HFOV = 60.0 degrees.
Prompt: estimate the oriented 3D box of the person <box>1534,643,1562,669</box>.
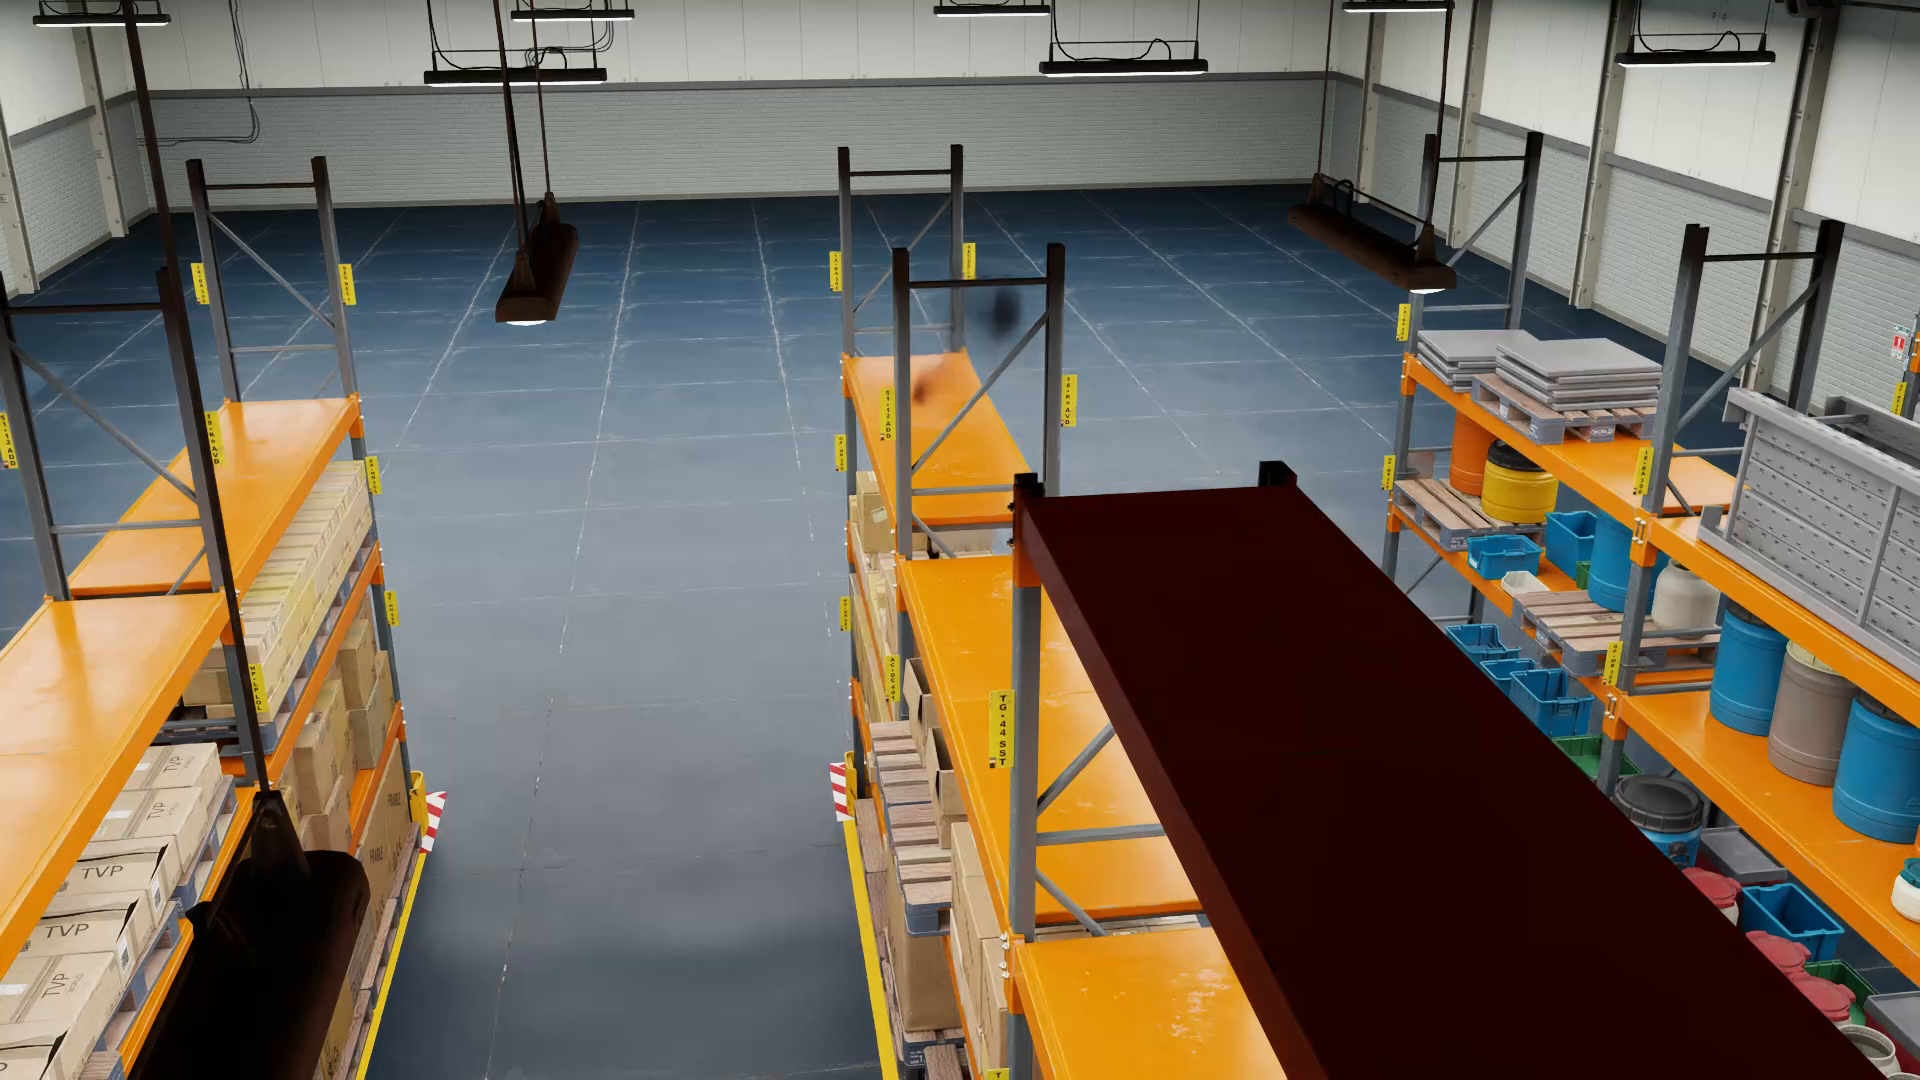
[{"bbox_3d":[5.931,1.168,16.491,0.590,1.647,0.637,-7,23,-18],"label":"person"}]
